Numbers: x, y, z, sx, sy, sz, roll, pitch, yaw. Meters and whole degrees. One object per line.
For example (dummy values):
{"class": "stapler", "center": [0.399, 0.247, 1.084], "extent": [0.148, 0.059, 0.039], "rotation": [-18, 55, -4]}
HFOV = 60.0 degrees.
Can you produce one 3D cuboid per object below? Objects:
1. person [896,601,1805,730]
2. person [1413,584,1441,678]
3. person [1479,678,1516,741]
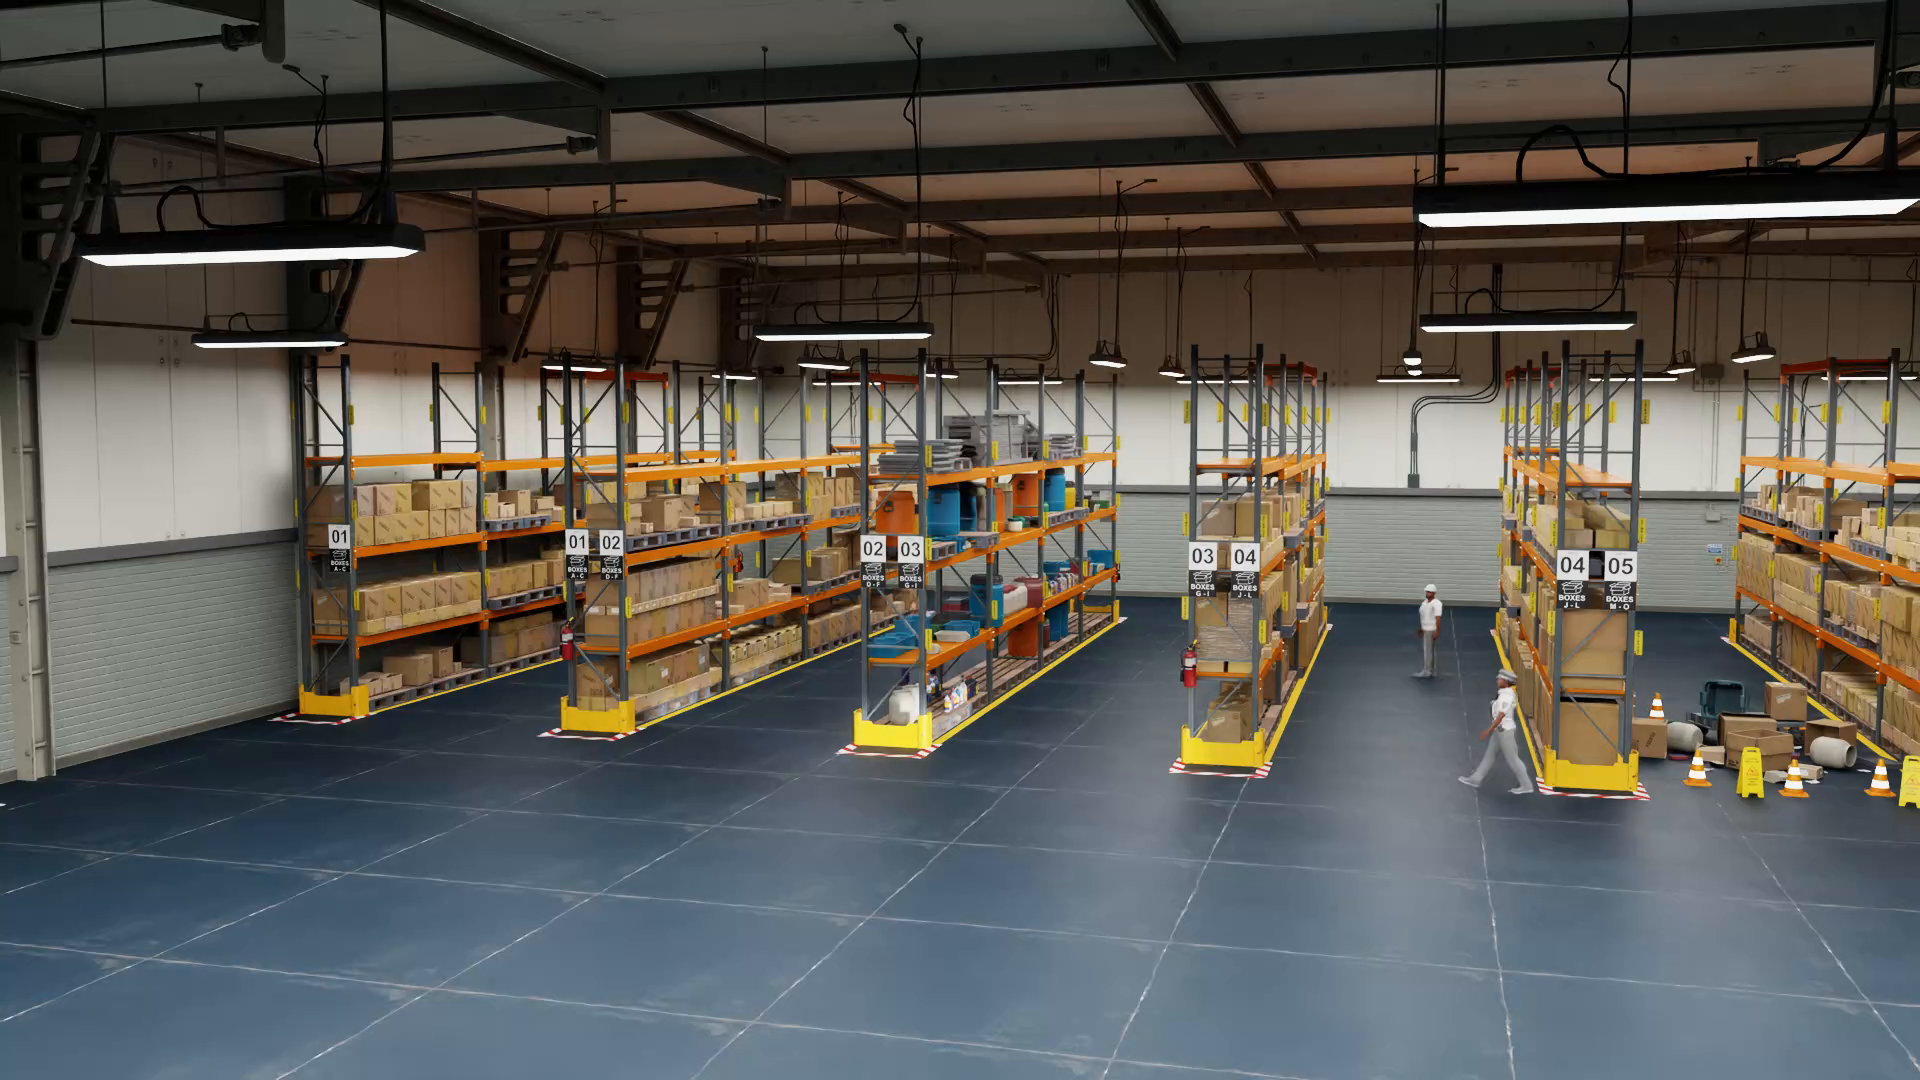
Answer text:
{"class": "person", "center": [6.192, 2.078, 28.531], "extent": [13.980, 1.590, 6.590], "rotation": [4, 6, 39]}
{"class": "person", "center": [8.947, 1.729, 31.891], "extent": [0.517, 1.766, 0.598], "rotation": [0, 4, 5]}
{"class": "person", "center": [7.111, 2.227, 21.945], "extent": [0.436, 0.991, 0.573], "rotation": [2, 5, 23]}
